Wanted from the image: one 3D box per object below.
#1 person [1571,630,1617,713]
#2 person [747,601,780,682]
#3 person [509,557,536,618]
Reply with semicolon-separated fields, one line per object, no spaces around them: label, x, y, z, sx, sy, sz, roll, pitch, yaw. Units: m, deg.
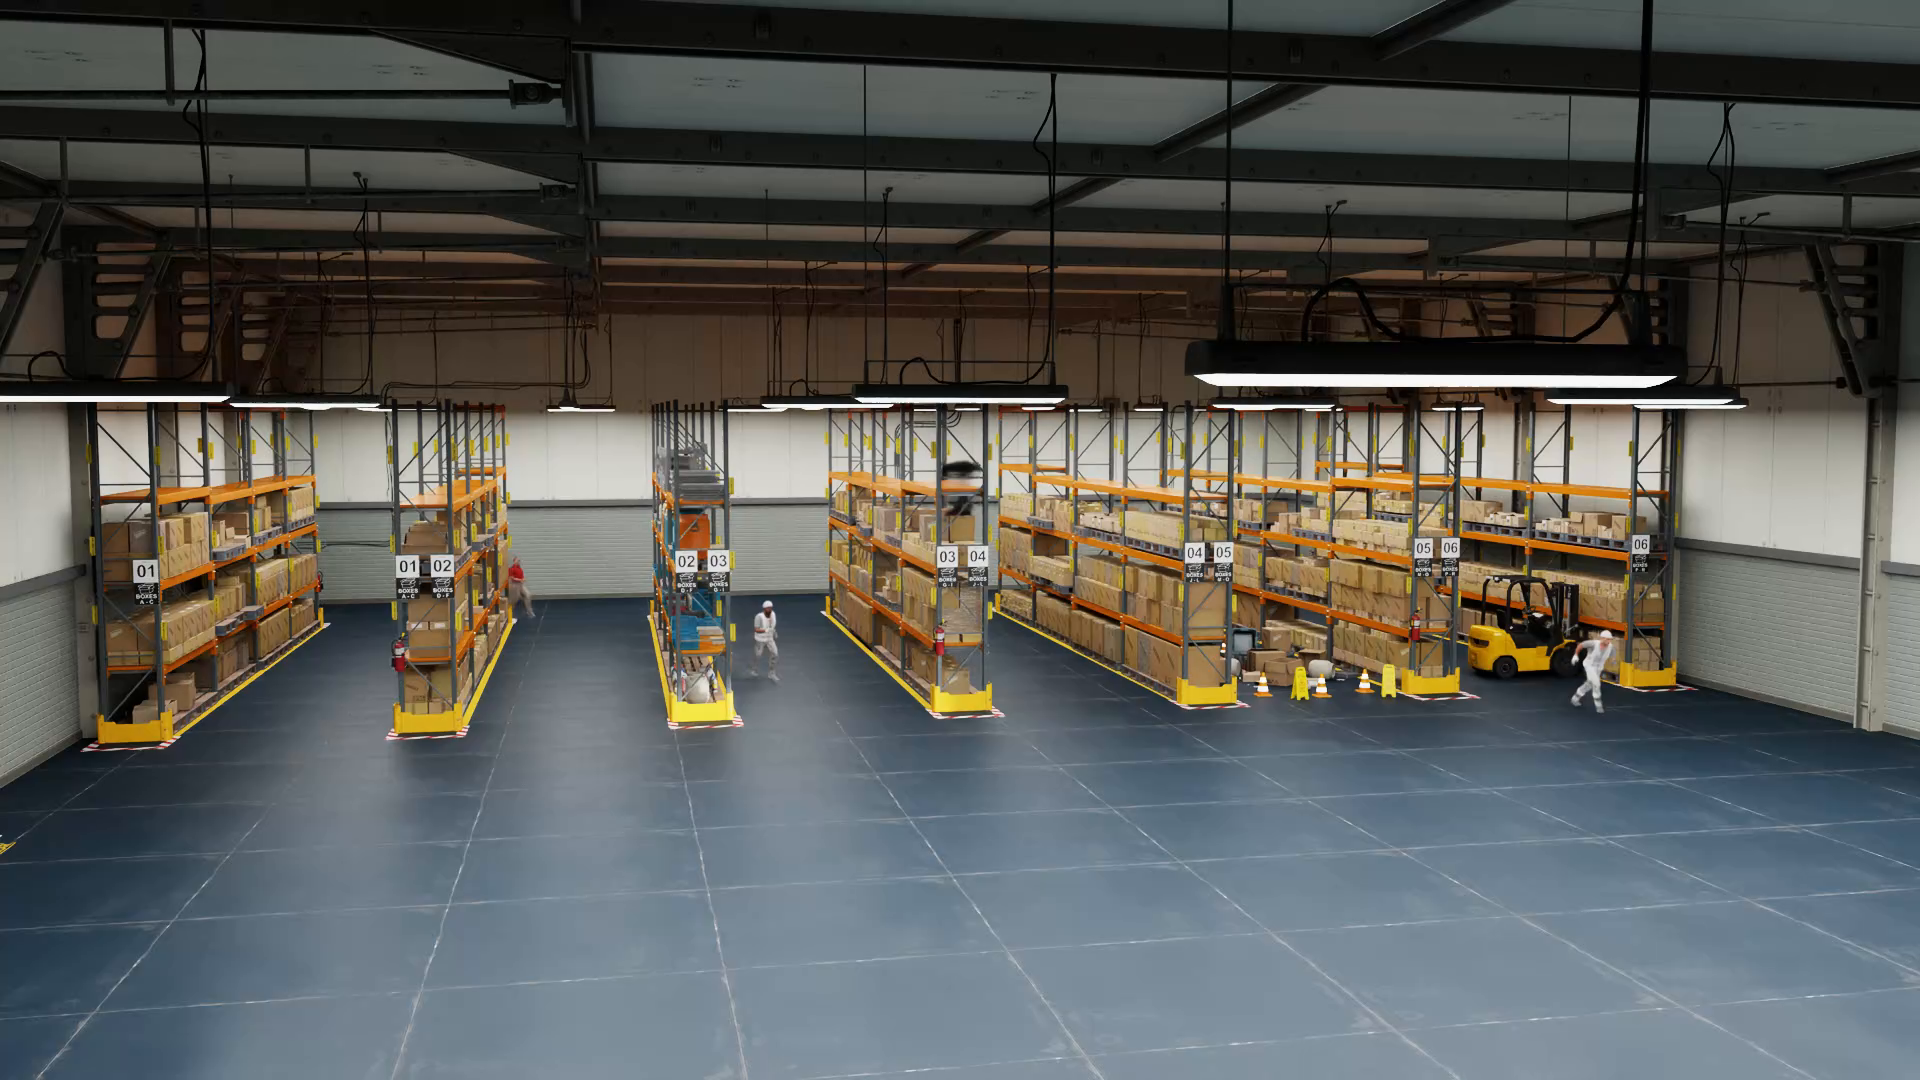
person;12.189;2.483;31.992;0.678;1.588;1.125;-1;4;-13
person;-4.195;2.163;35.730;0.722;1.751;0.991;-4;6;-43
person;-12.433;1.353;46.760;0.867;1.770;0.666;1;4;14
